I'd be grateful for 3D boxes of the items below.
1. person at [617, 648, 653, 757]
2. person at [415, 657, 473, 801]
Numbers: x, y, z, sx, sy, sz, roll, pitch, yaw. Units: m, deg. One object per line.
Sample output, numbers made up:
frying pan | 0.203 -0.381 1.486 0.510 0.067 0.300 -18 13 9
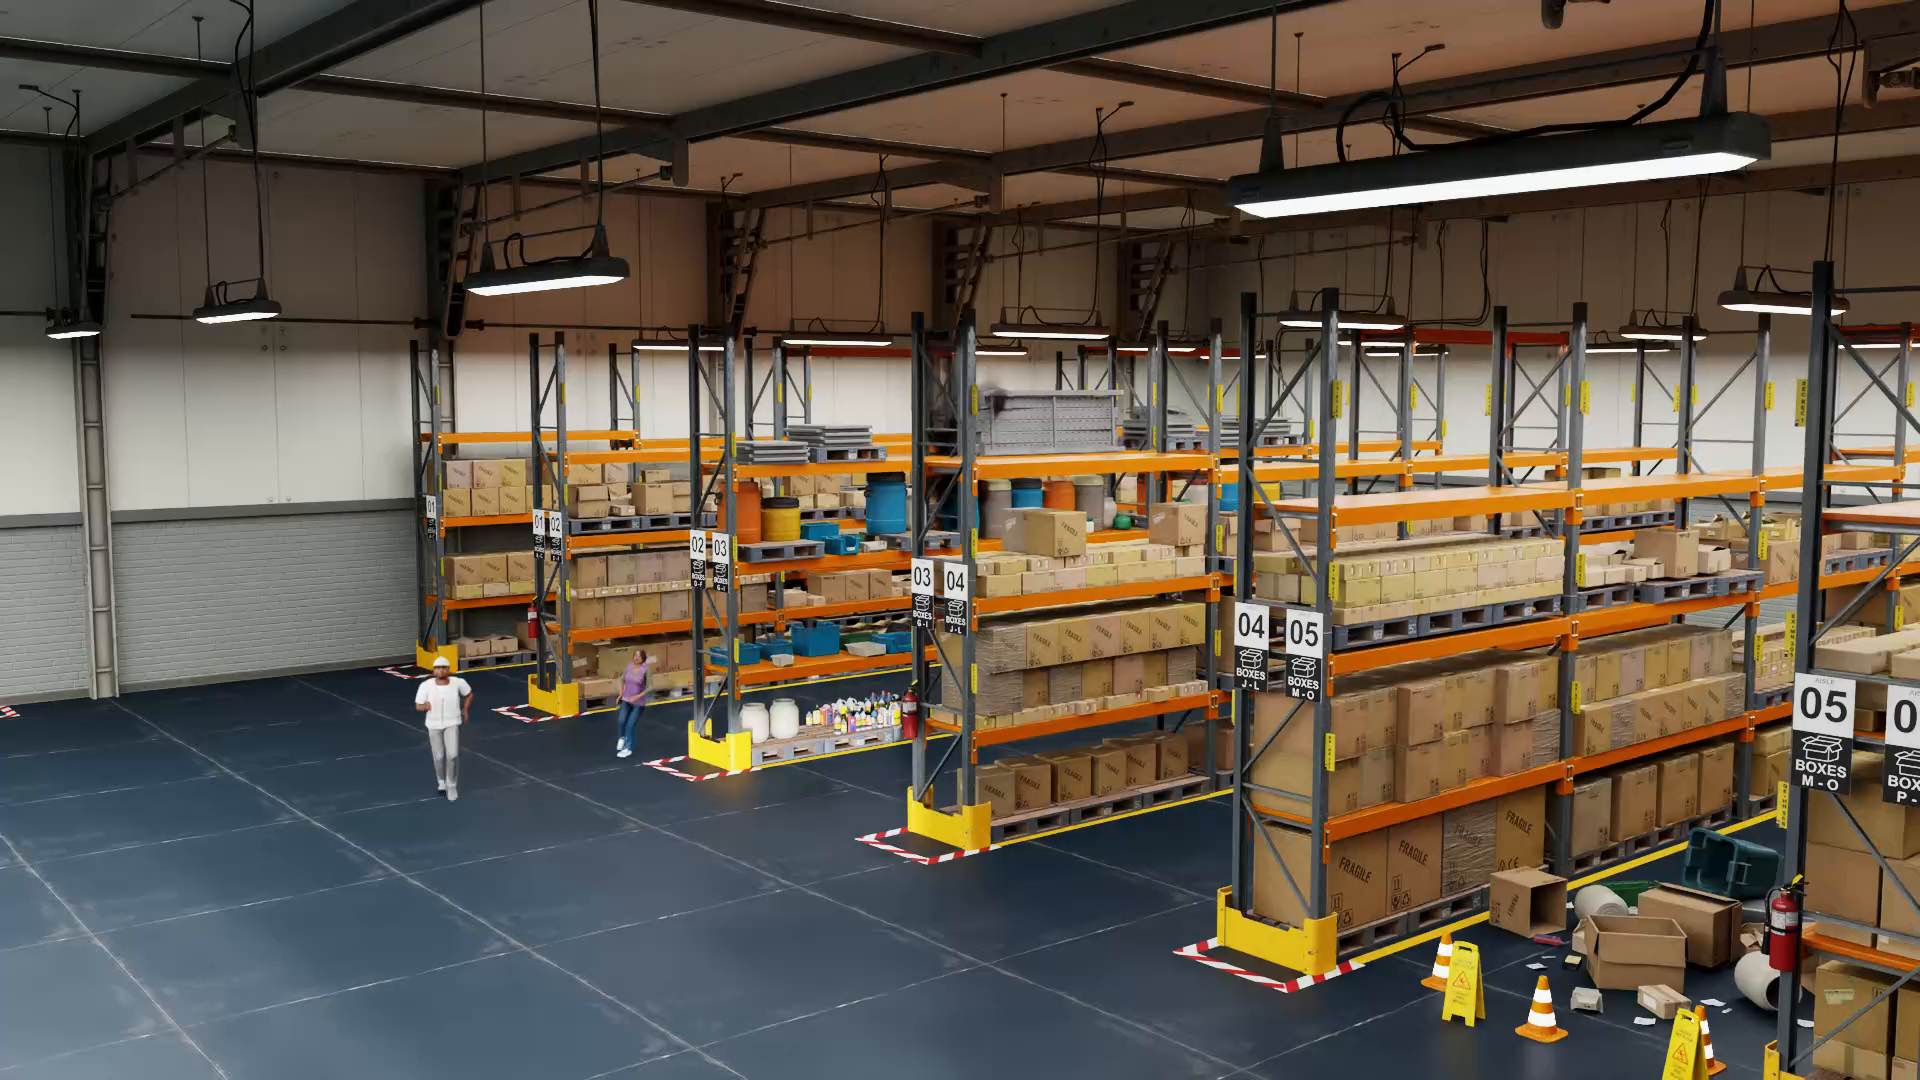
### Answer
person | -4.530 2.266 23.055 0.554 1.528 0.525 1 5 9
person | -6.467 2.363 20.841 0.673 1.812 0.706 -1 5 -12
